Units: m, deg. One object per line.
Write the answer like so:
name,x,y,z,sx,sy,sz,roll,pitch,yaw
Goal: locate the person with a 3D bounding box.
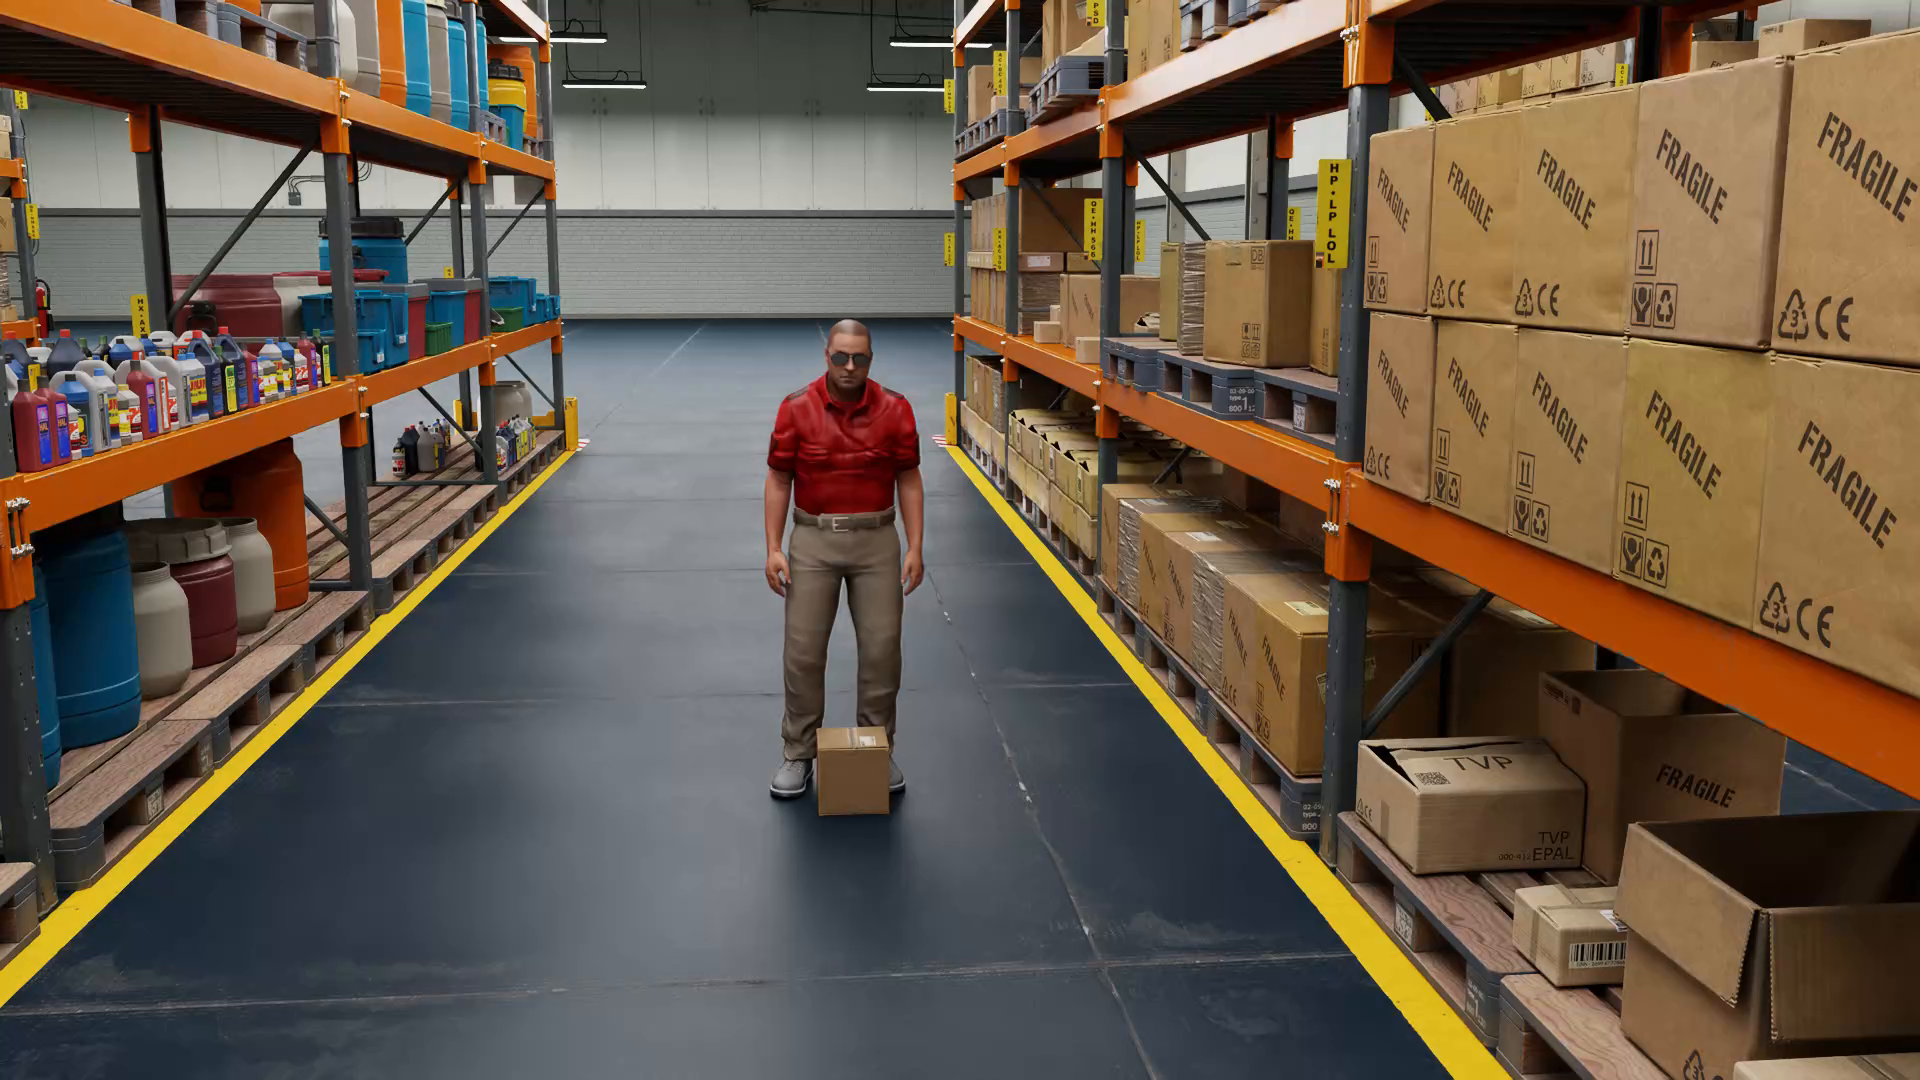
person,-0.421,0.059,6.103,0.588,1.726,0.384,-1,10,-7
